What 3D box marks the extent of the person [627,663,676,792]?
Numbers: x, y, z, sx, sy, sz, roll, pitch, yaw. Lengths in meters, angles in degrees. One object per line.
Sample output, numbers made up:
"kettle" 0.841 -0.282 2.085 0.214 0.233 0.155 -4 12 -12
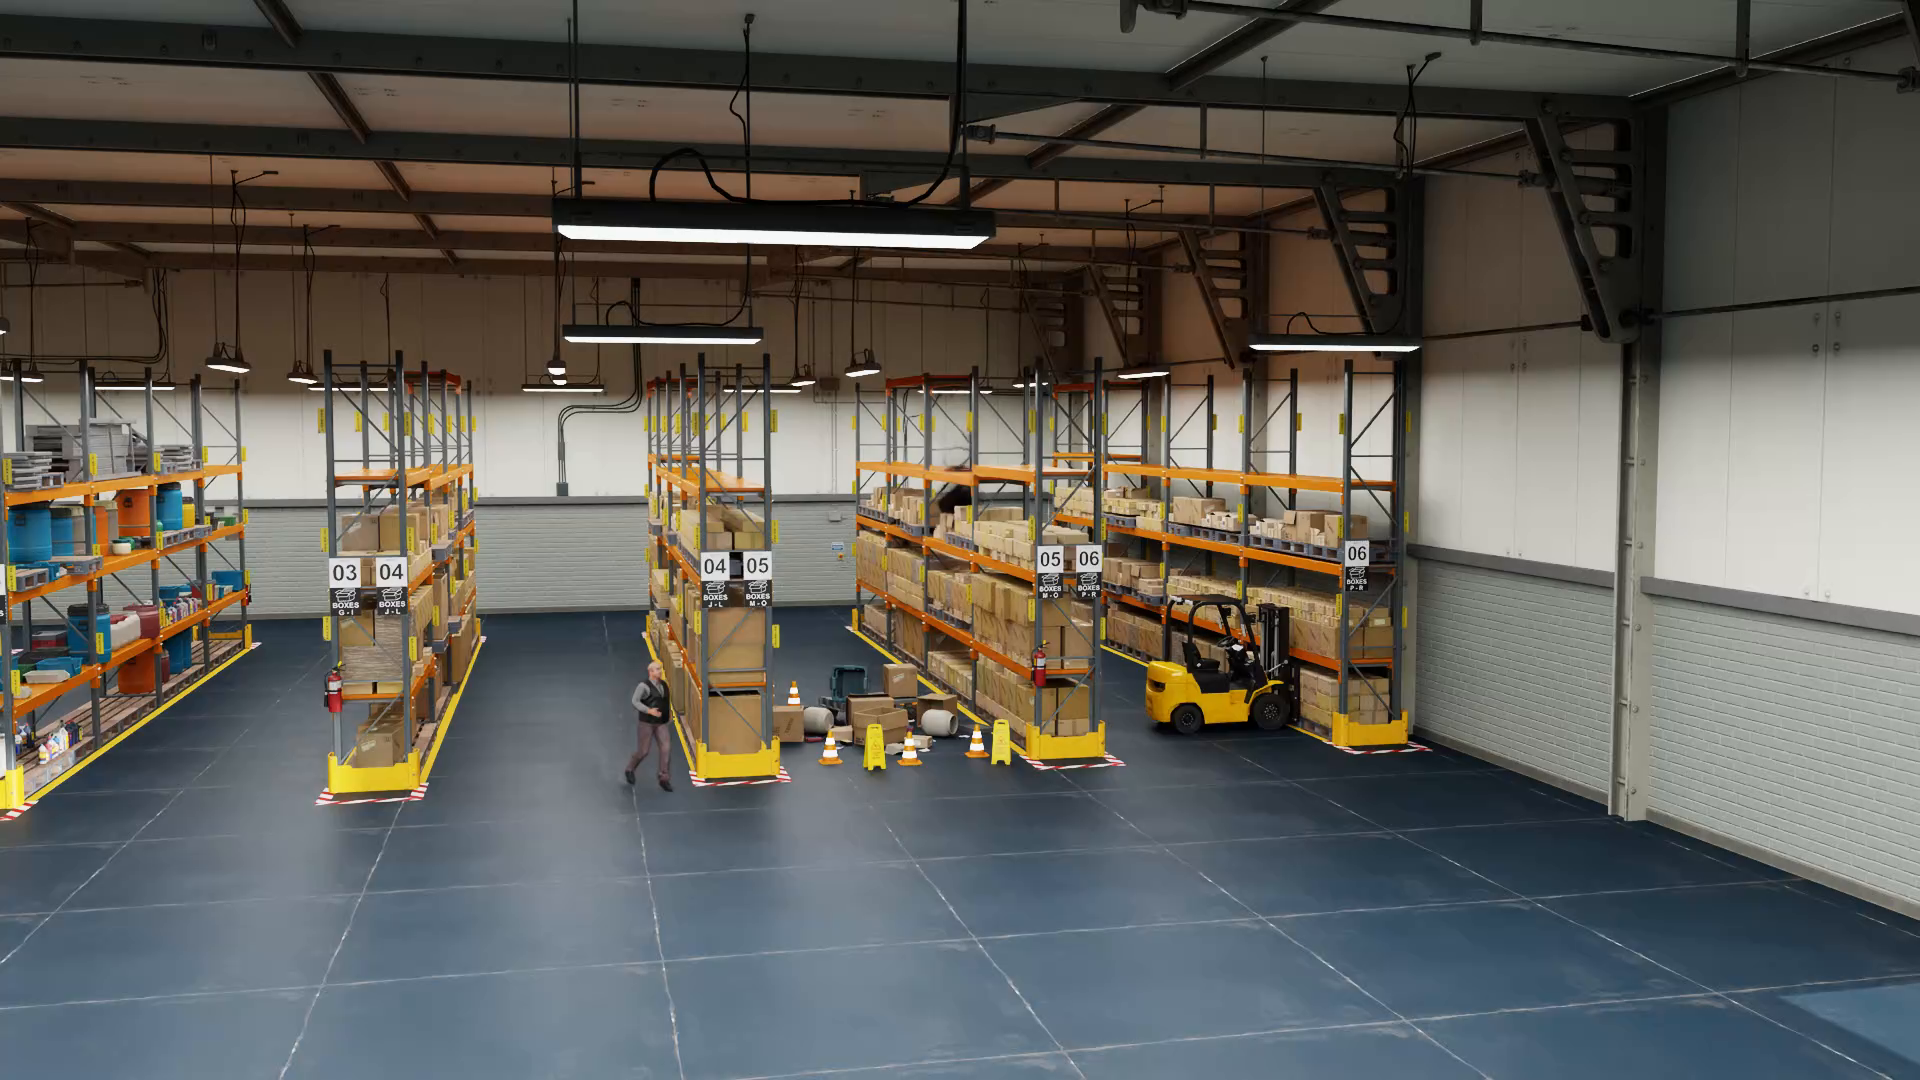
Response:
"person" -4.168 2.546 22.856 0.979 1.721 0.699 4 6 44
